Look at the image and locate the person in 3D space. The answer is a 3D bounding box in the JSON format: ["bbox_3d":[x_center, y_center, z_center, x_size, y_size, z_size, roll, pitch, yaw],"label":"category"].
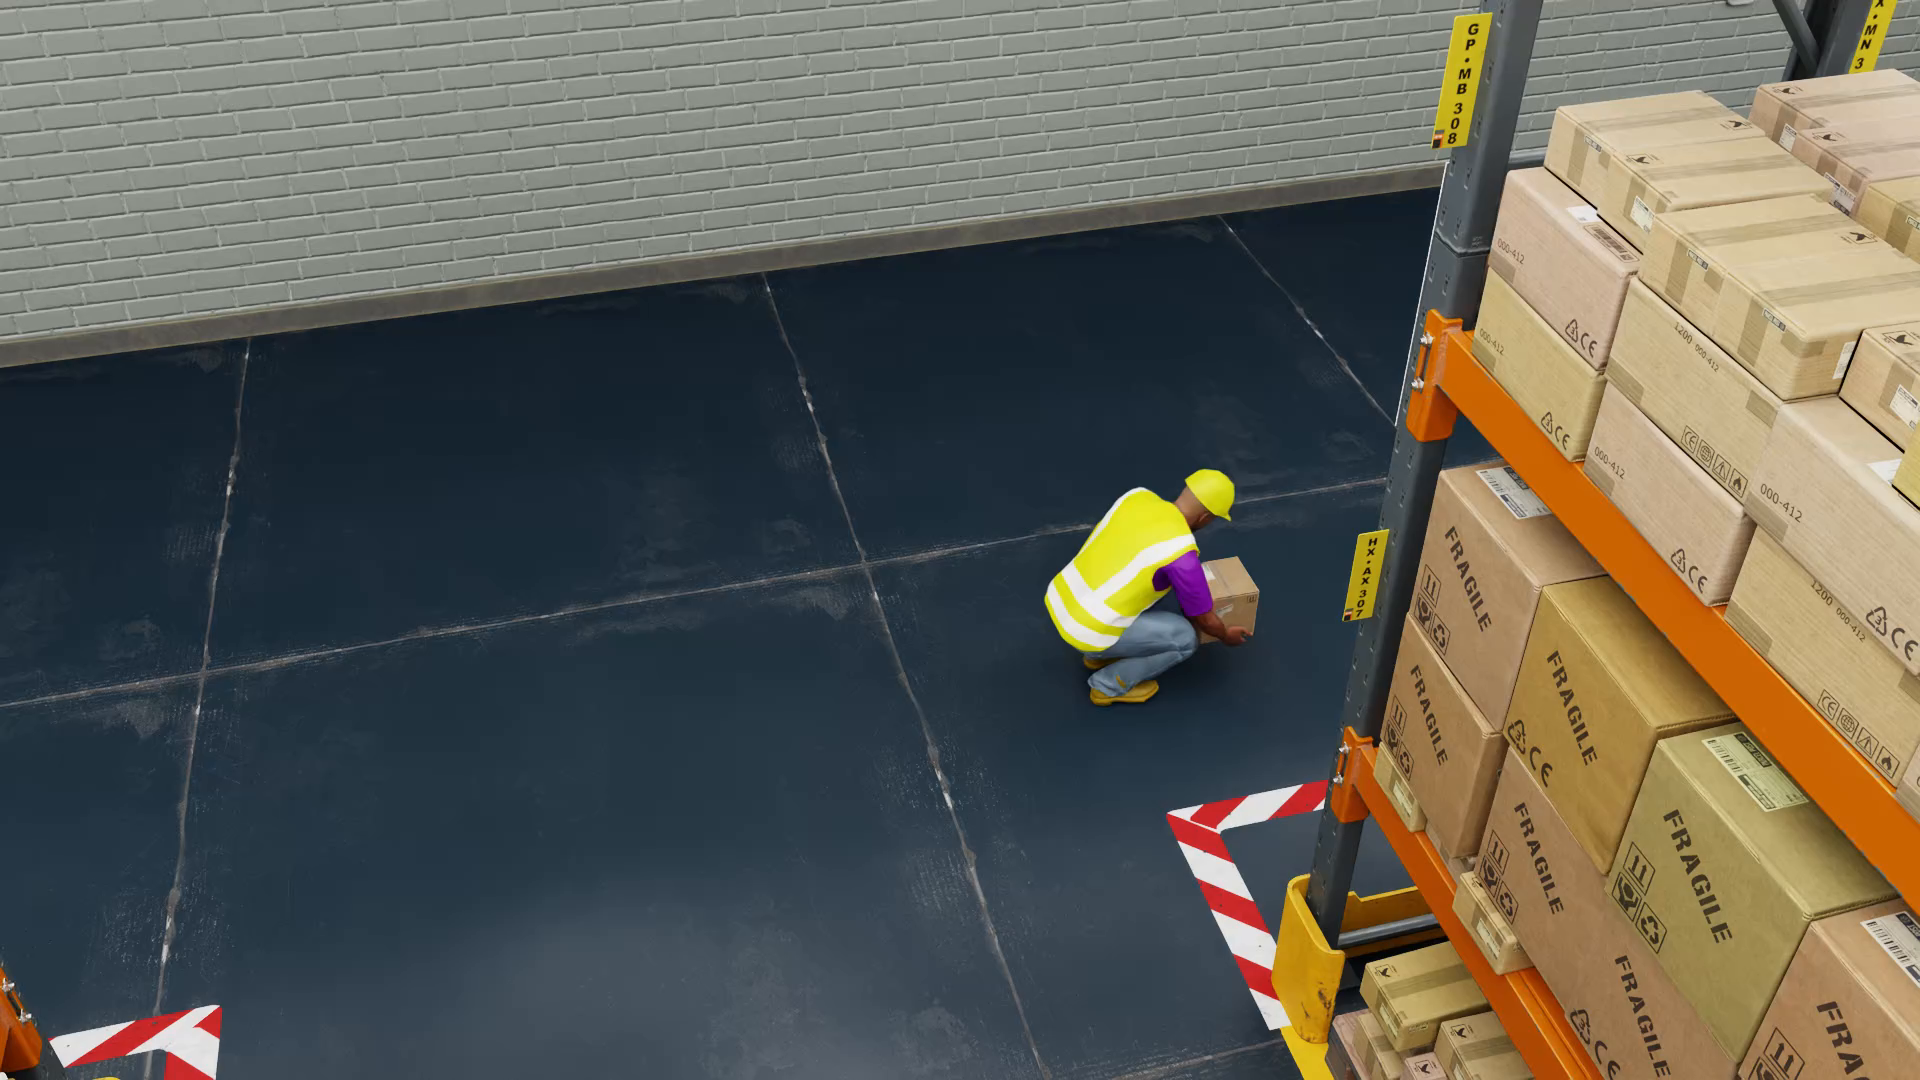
[{"bbox_3d":[0.809,0.187,7.112,0.874,0.967,0.585,-9,39,-12],"label":"person"}]
